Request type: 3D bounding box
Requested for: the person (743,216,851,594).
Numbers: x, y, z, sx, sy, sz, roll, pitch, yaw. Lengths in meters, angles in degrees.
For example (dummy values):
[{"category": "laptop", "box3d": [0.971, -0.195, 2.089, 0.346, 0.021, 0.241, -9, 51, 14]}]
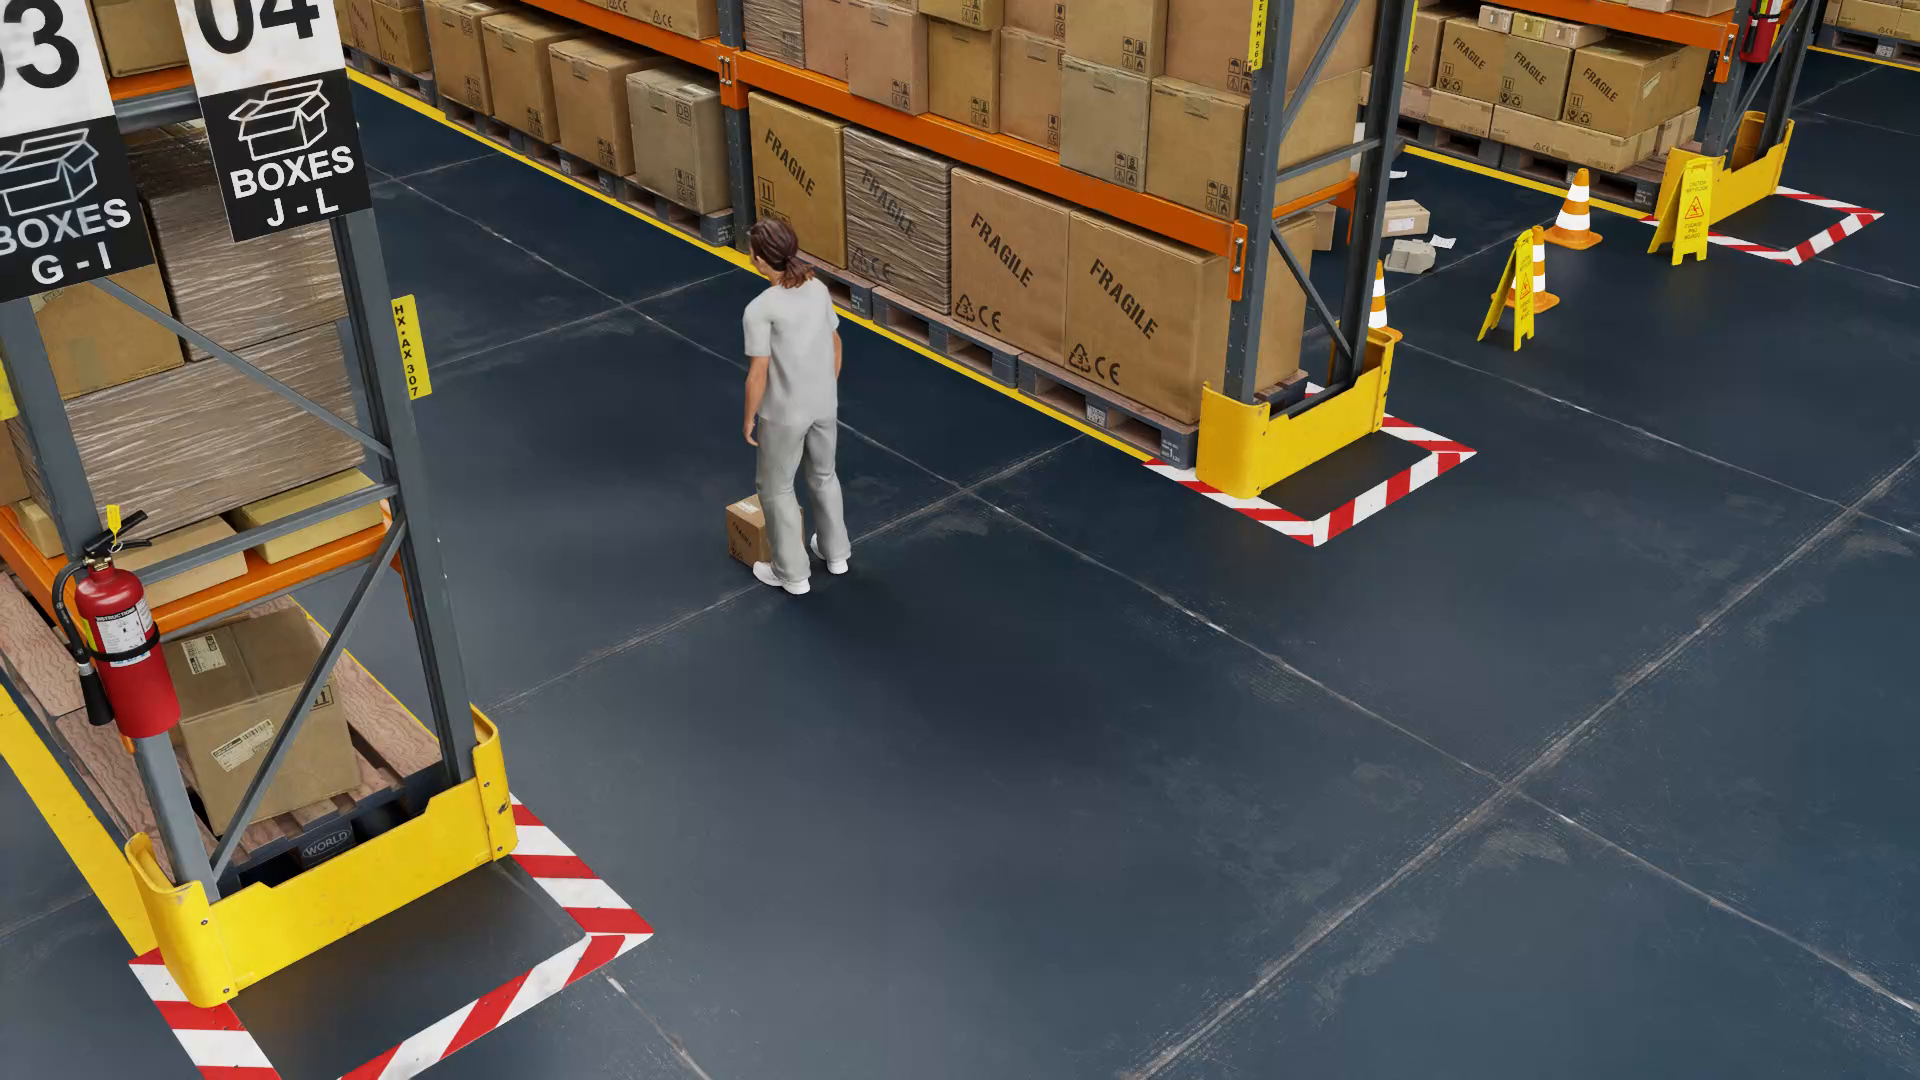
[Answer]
[{"category": "person", "box3d": [-0.704, -0.553, 7.027, 0.486, 1.673, 0.358, -26, 40, -35]}]
